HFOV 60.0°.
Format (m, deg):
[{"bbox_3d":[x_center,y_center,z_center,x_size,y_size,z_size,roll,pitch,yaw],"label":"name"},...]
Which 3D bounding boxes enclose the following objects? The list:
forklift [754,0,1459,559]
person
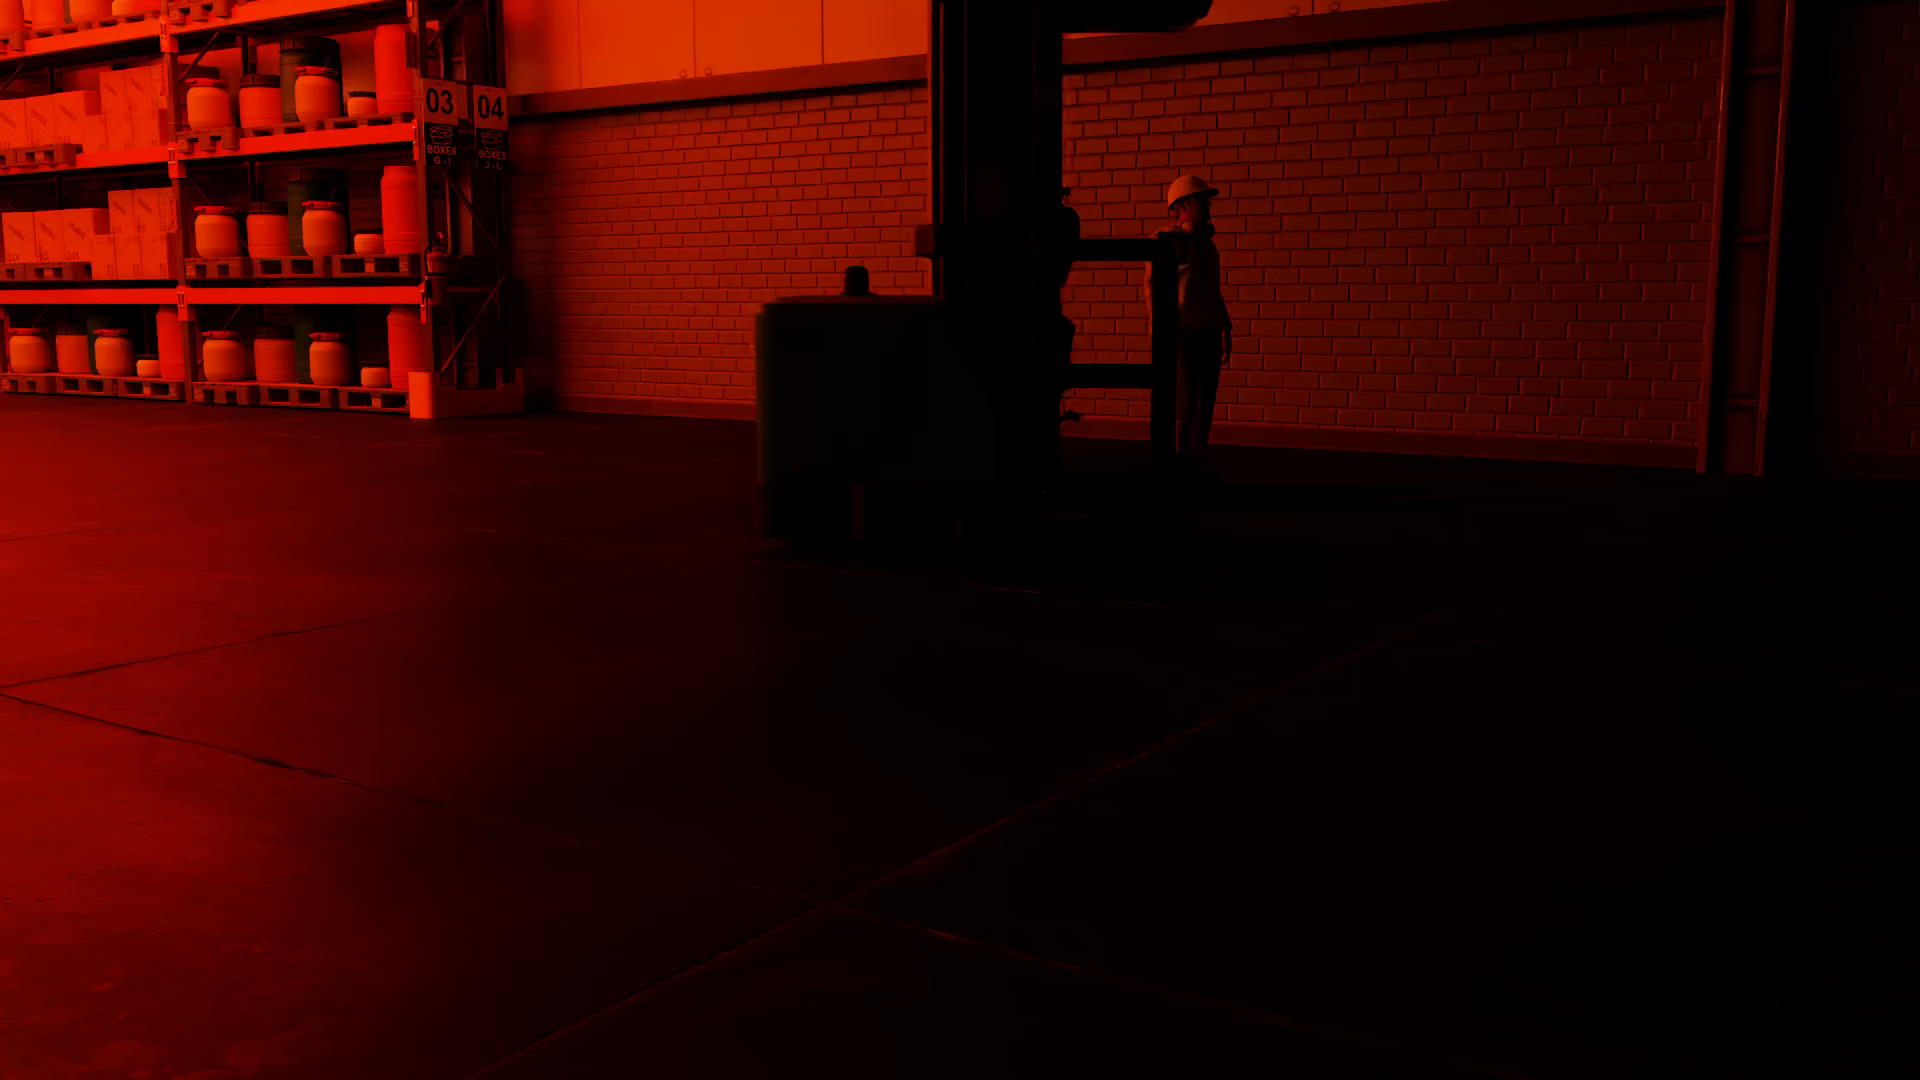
[{"bbox_3d":[0.646,-1.447,7.368,3.031,2.935,1.130,1,8,4],"label":"forklift"},{"bbox_3d":[1.333,-1.136,9.246,0.633,1.775,0.563,-7,11,-42],"label":"person"}]
